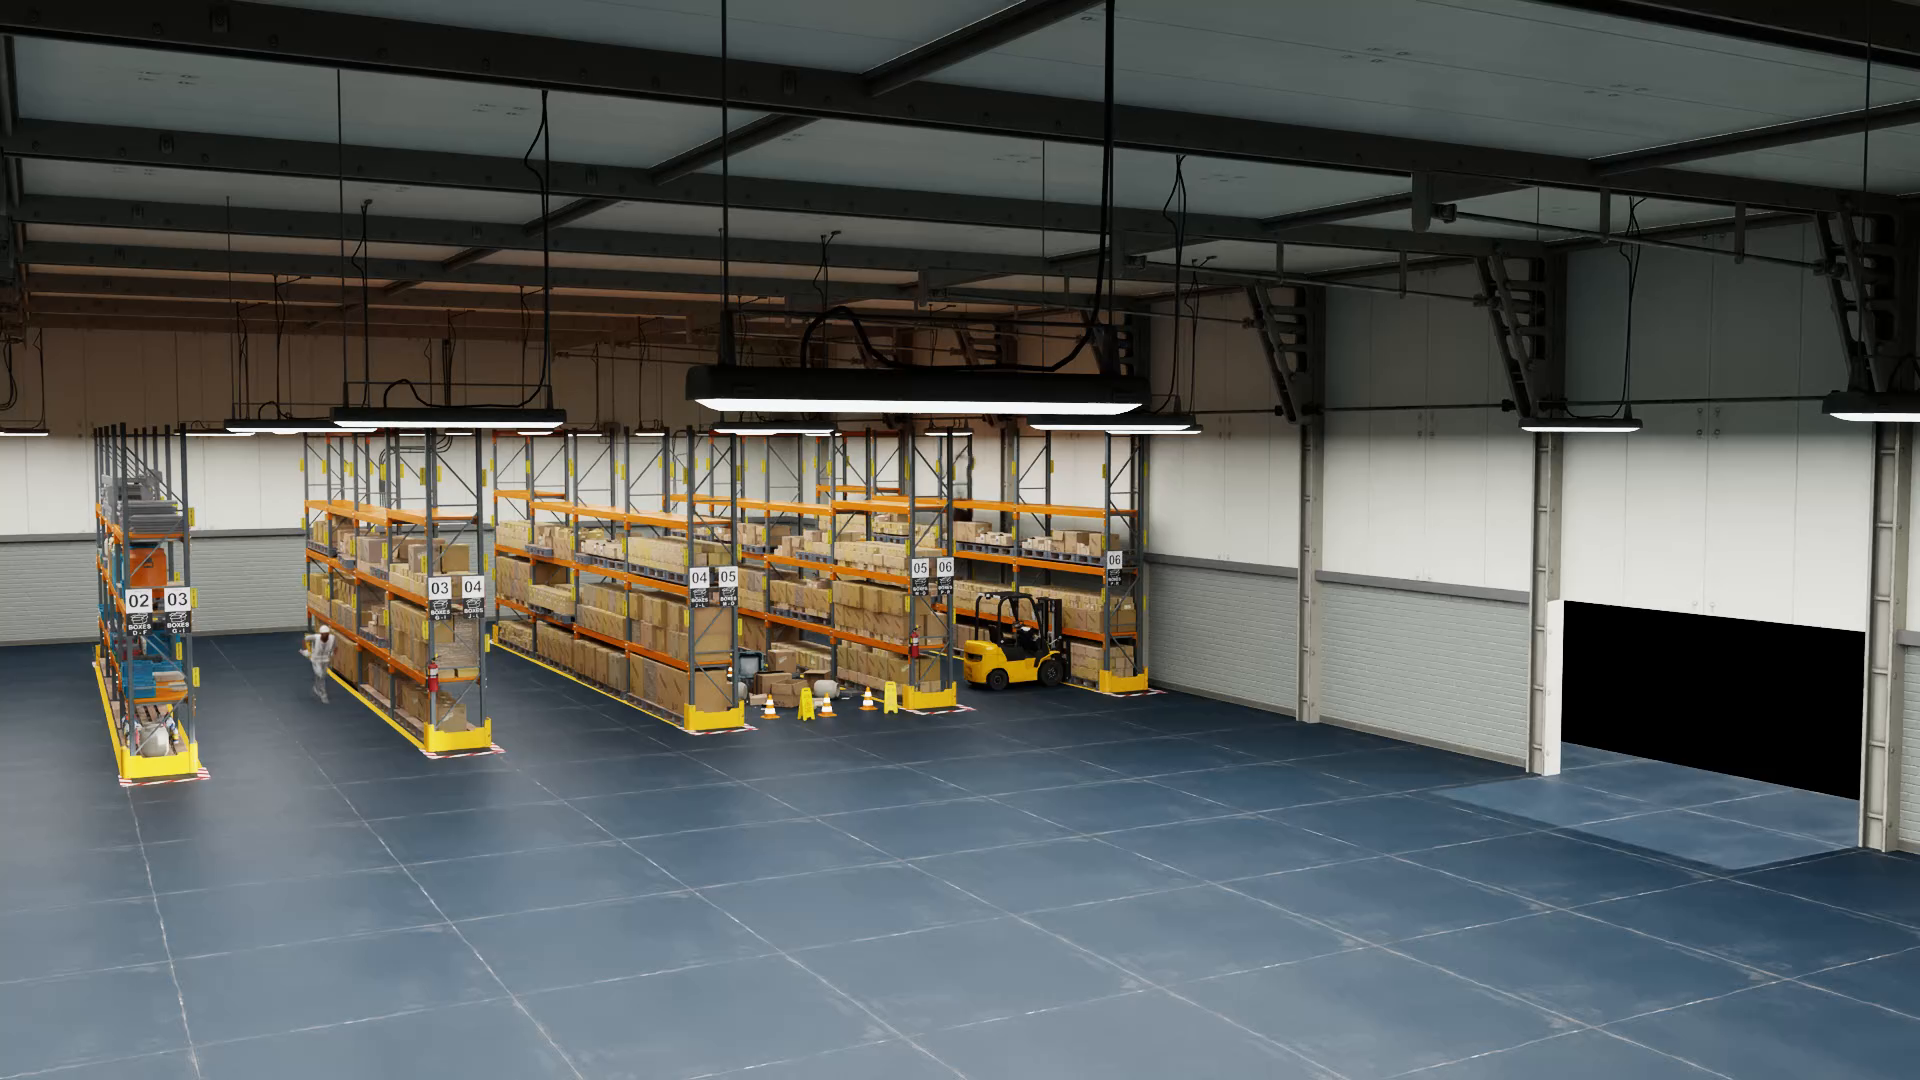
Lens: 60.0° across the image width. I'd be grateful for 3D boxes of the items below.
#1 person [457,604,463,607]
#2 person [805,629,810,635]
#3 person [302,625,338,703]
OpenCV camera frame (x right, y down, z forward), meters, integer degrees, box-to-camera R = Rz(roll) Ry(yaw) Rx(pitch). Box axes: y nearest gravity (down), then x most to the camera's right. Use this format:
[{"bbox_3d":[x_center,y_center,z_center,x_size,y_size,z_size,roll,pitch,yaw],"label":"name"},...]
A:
[{"bbox_3d":[-13.677,2.141,45.402,0.683,1.784,0.734,-1,4,-11],"label":"person"},{"bbox_3d":[-4.642,1.990,48.219,0.579,1.674,1.016,-3,5,-42],"label":"person"},{"bbox_3d":[-14.015,2.699,36.400,0.729,1.732,1.052,-3,4,-36],"label":"person"}]
